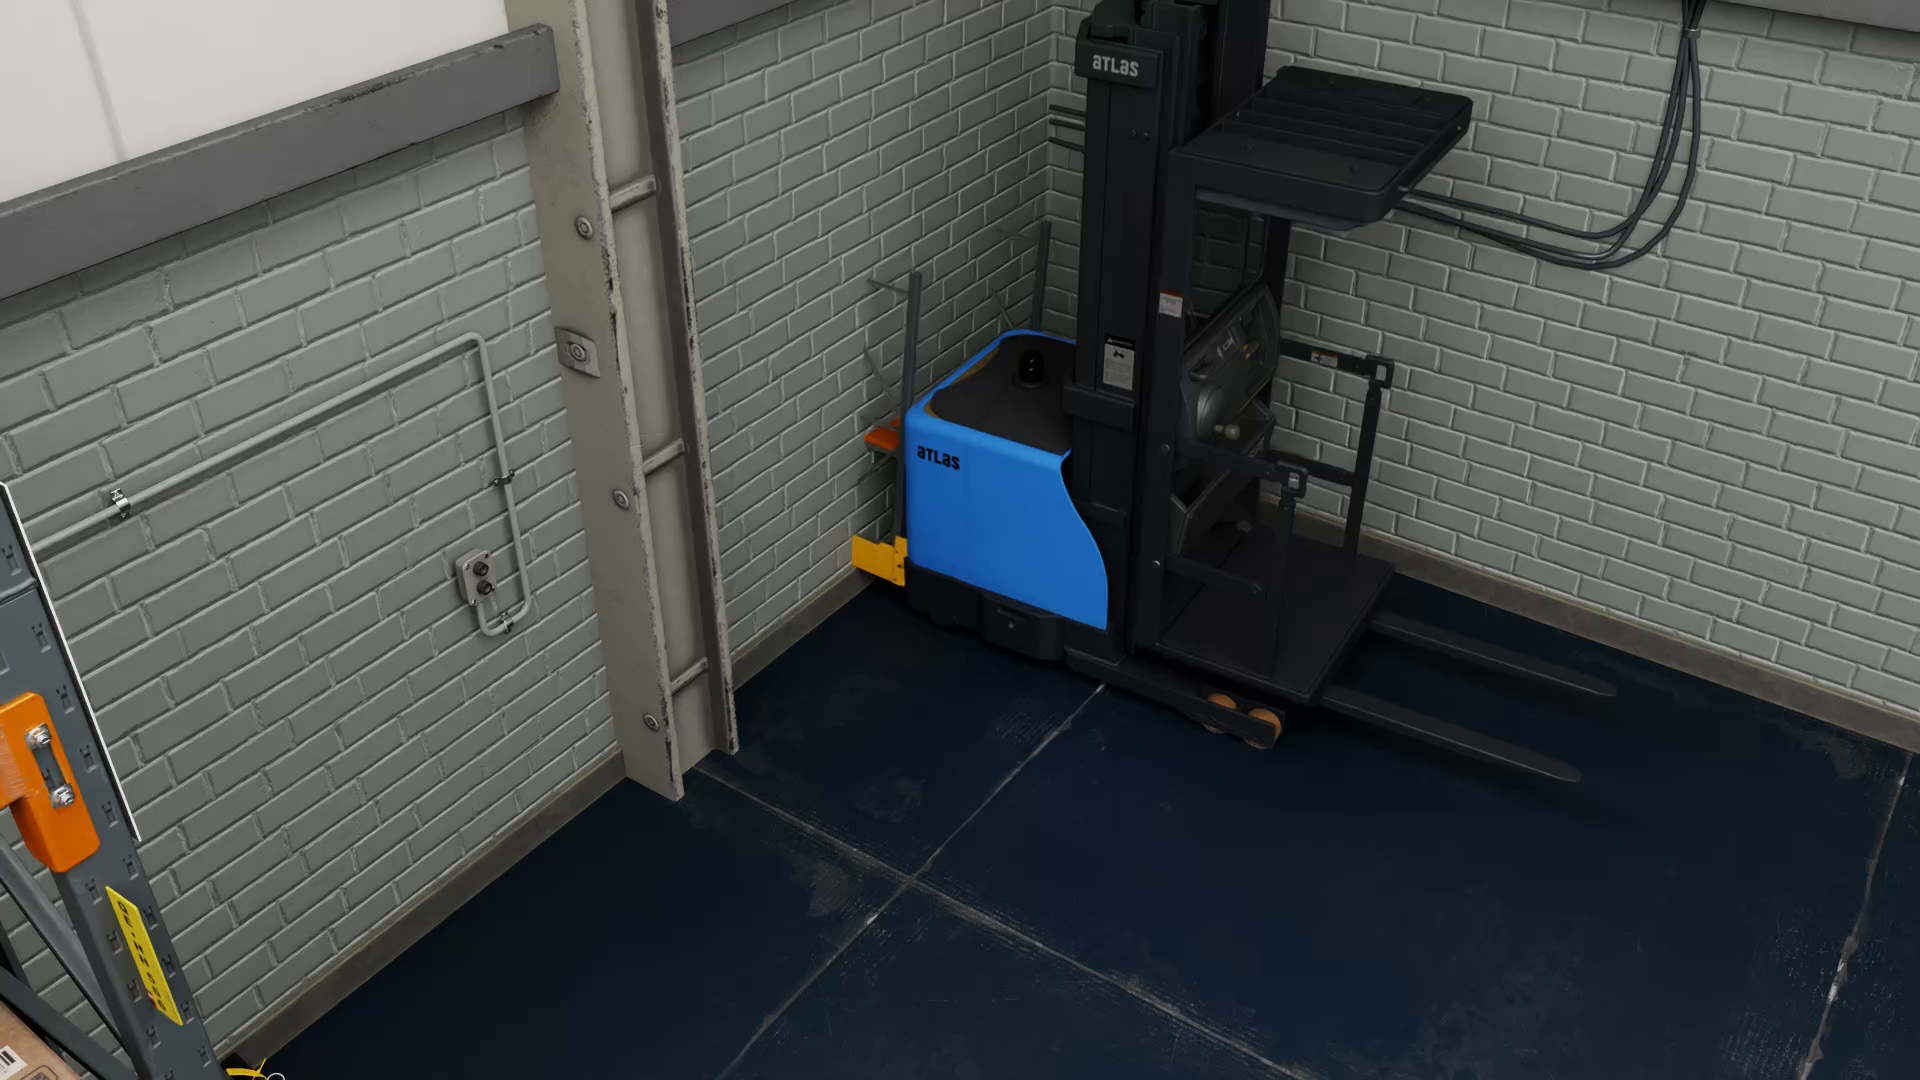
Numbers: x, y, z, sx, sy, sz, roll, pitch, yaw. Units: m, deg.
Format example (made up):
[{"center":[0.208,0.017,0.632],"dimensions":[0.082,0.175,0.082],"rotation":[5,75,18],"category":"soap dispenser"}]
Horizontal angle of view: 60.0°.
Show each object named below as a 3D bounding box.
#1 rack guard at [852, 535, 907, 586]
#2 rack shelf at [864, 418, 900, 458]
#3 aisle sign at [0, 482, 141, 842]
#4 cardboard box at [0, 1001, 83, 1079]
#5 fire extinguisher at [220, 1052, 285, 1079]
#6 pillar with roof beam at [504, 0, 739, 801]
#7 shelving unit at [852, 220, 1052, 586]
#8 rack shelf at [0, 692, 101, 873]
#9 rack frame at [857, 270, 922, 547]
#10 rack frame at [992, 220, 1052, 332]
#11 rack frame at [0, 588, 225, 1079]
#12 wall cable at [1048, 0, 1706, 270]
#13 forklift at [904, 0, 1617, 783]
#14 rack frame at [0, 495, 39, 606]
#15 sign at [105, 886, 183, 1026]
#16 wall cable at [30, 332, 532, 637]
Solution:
[{"center":[-0.466,-0.003,7.761],"dimensions":[0.587,0.250,0.087],"rotation":[22,33,29],"category":"rack guard"},{"center":[-0.149,-0.564,7.911],"dimensions":[0.538,0.185,1.000],"rotation":[22,33,29],"category":"rack shelf"},{"center":[-1.699,0.176,2.992],"dimensions":[0.394,0.787,0.004],"rotation":[21,39,28],"category":"aisle sign"},{"center":[-2.269,1.304,3.377],"dimensions":[0.980,0.700,0.700],"rotation":[23,40,30],"category":"cardboard box"},{"center":[-1.521,1.454,3.823],"dimensions":[0.296,0.674,0.183],"rotation":[21,39,28],"category":"fire extinguisher"},{"center":[2.379,-1.439,2.345],"dimensions":[9.100,9.000,0.400],"rotation":[21,39,28],"category":"pillar with roof beam"},{"center":[-0.130,-0.725,7.832],"dimensions":[0.587,1.500,1.083],"rotation":[22,33,29],"category":"shelving unit"},{"center":[-3.127,1.166,1.813],"dimensions":[1.077,0.370,4.000],"rotation":[21,39,28],"category":"rack shelf"},{"center":[-0.428,-0.545,7.451],"dimensions":[0.500,1.500,0.032],"rotation":[22,33,29],"category":"rack frame"},{"center":[0.159,-0.899,8.201],"dimensions":[0.500,1.500,0.032],"rotation":[22,33,29],"category":"rack frame"},{"center":[-1.987,1.190,3.813],"dimensions":[1.000,3.000,0.127],"rotation":[21,39,28],"category":"rack frame"},{"center":[1.532,-2.498,6.682],"dimensions":[3.097,2.526,0.112],"rotation":[21,39,28],"category":"wall cable"},{"center":[1.273,-0.683,6.644],"dimensions":[3.031,2.935,1.130],"rotation":[18,38,25],"category":"forklift"},{"center":[-1.987,-1.295,2.132],"dimensions":[1.000,3.000,0.127],"rotation":[21,39,28],"category":"rack frame"},{"center":[-1.549,0.792,3.156],"dimensions":[0.100,0.325,0.005],"rotation":[21,39,28],"category":"sign"},{"center":[-2.034,-0.122,4.846],"dimensions":[0.084,1.984,1.851],"rotation":[21,39,28],"category":"wall cable"}]
